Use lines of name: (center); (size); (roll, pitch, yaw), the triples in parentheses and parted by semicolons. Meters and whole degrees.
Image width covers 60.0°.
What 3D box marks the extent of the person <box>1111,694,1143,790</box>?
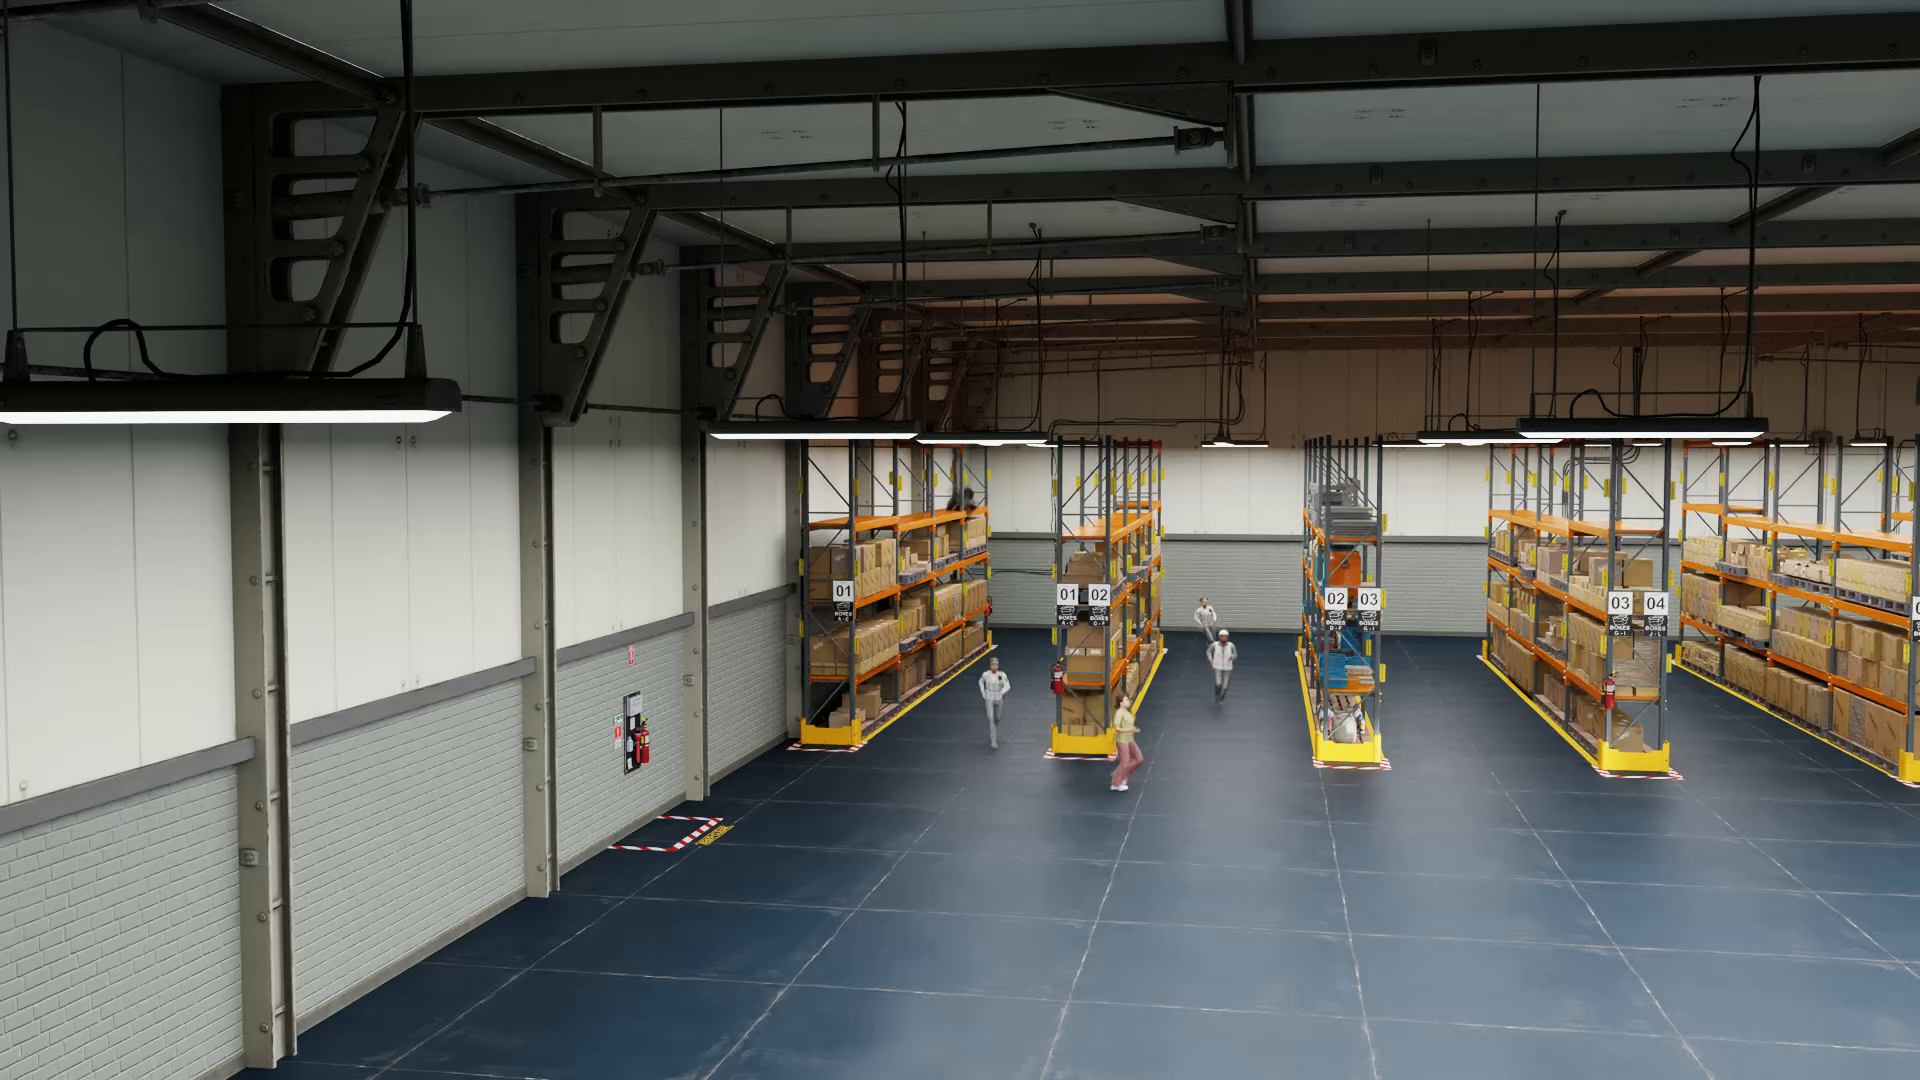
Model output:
person: (2.797, 3.397, 27.844); (0.563, 1.599, 0.567); (2, 3, 28)

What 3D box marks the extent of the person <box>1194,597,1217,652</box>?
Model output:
person: (6.876, 2.402, 46.547); (0.644, 1.638, 0.804); (-1, 3, -12)

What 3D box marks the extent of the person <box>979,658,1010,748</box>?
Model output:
person: (0.682, 3.138, 32.462); (0.582, 1.719, 1.064); (0, 3, -7)

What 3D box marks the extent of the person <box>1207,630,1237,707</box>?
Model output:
person: (5.818, 2.845, 36.844); (0.653, 1.729, 0.700); (0, 3, 0)
